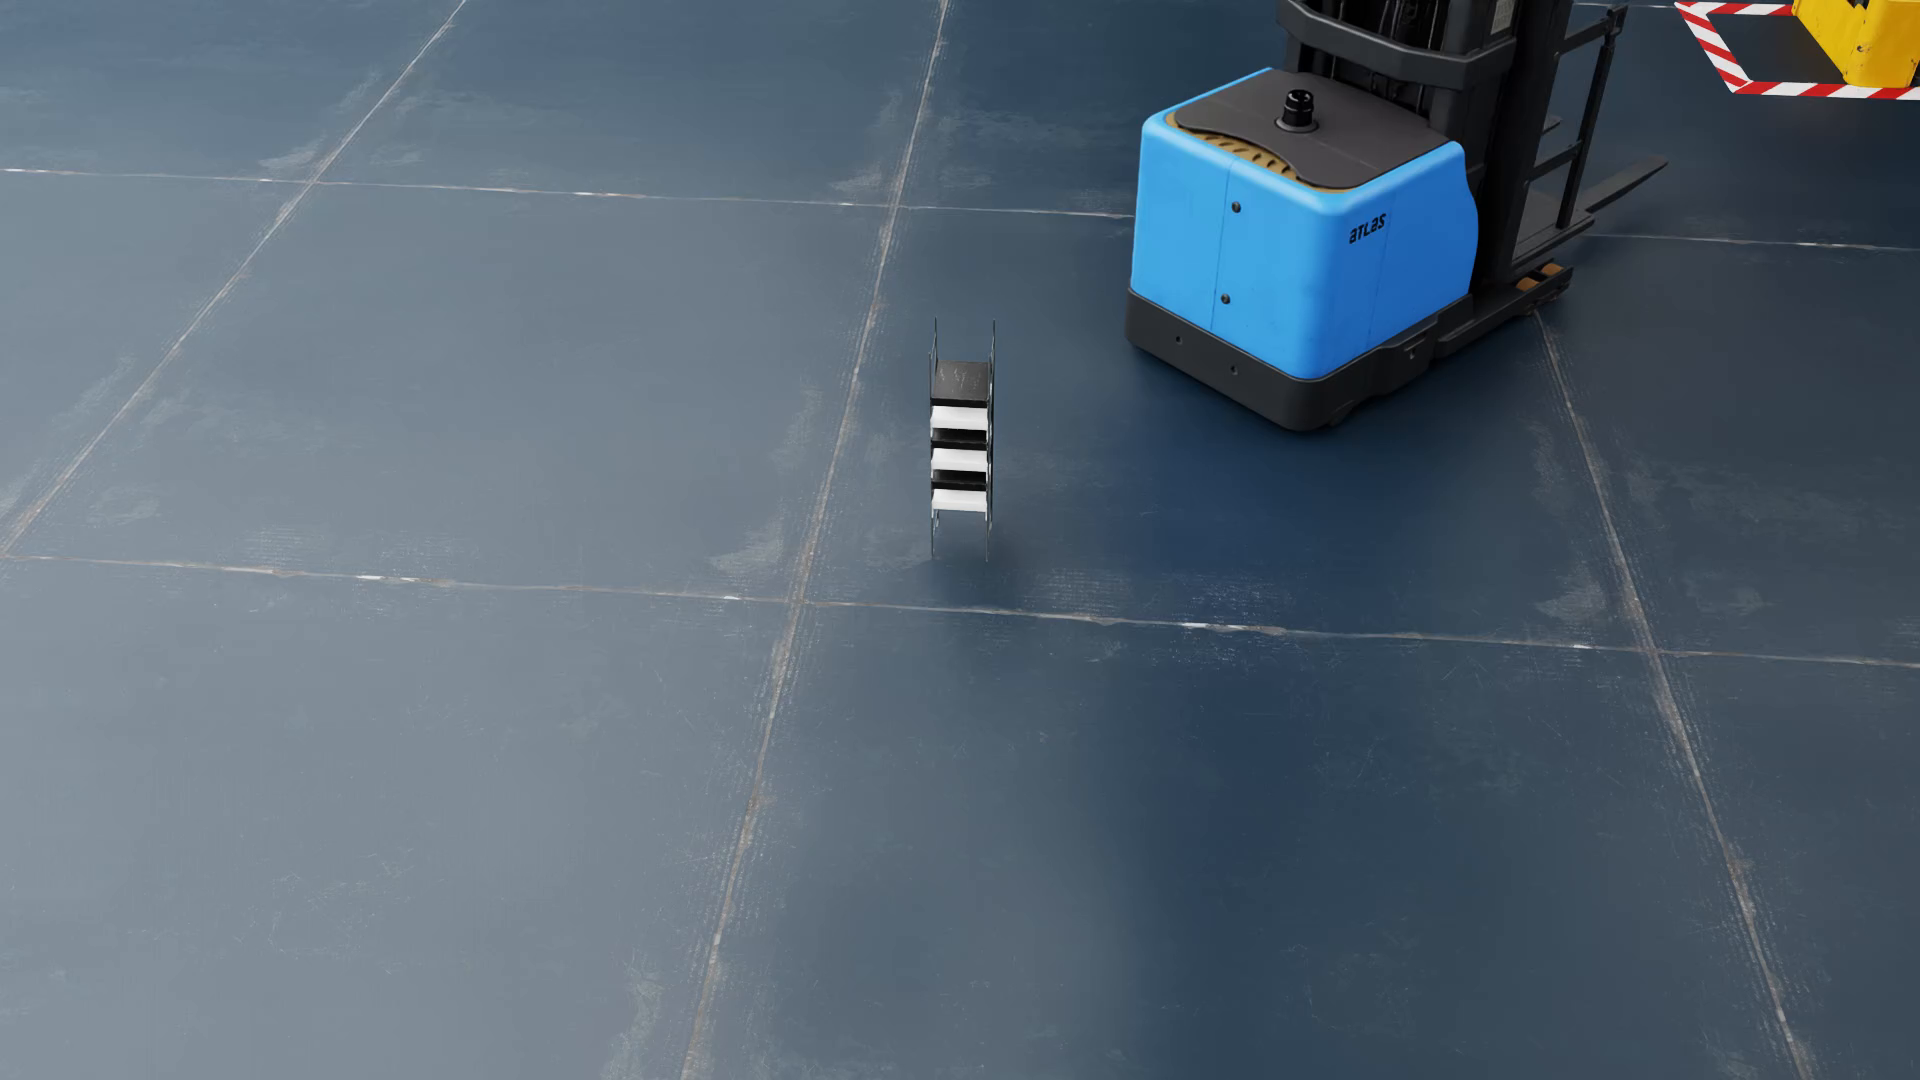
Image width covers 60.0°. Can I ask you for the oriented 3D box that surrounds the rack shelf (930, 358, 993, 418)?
[{"bbox_3d":[0.008,-0.532,5.816,0.200,0.077,0.258,3,39,4],"label":"rack shelf"}]

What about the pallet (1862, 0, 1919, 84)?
[{"bbox_3d":[6.060,-2.953,9.711,1.213,0.211,1.003,3,39,4],"label":"pallet"}]

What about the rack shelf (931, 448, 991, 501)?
[{"bbox_3d":[0.008,-0.253,6.043,0.200,0.077,0.258,3,39,4],"label":"rack shelf"}]

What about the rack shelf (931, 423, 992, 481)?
[{"bbox_3d":[0.008,-0.323,5.986,0.200,0.077,0.258,3,39,4],"label":"rack shelf"}]

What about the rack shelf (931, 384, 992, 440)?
[{"bbox_3d":[0.008,-0.462,5.873,0.200,0.077,0.258,3,39,4],"label":"rack shelf"}]

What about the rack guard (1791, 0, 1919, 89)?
[{"bbox_3d":[5.252,-3.113,9.679,0.348,0.500,1.175,3,39,4],"label":"rack guard"}]

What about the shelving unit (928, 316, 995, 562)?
[{"bbox_3d":[0.008,-0.349,5.965,0.210,0.900,0.258,3,39,4],"label":"shelving unit"}]

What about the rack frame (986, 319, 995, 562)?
[{"bbox_3d":[0.109,-0.343,5.959,0.006,0.900,0.240,3,39,4],"label":"rack frame"}]

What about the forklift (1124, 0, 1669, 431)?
[{"bbox_3d":[2.150,-2.371,6.841,3.031,2.935,1.130,-29,47,-31],"label":"forklift"}]

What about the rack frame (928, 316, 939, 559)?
[{"bbox_3d":[-0.093,-0.354,5.972,0.006,0.900,0.240,3,39,4],"label":"rack frame"}]

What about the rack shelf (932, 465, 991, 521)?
[{"bbox_3d":[0.008,-0.183,6.100,0.200,0.077,0.258,3,39,4],"label":"rack shelf"}]

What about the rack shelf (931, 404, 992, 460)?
[{"bbox_3d":[0.008,-0.392,5.930,0.200,0.077,0.258,3,39,4],"label":"rack shelf"}]
